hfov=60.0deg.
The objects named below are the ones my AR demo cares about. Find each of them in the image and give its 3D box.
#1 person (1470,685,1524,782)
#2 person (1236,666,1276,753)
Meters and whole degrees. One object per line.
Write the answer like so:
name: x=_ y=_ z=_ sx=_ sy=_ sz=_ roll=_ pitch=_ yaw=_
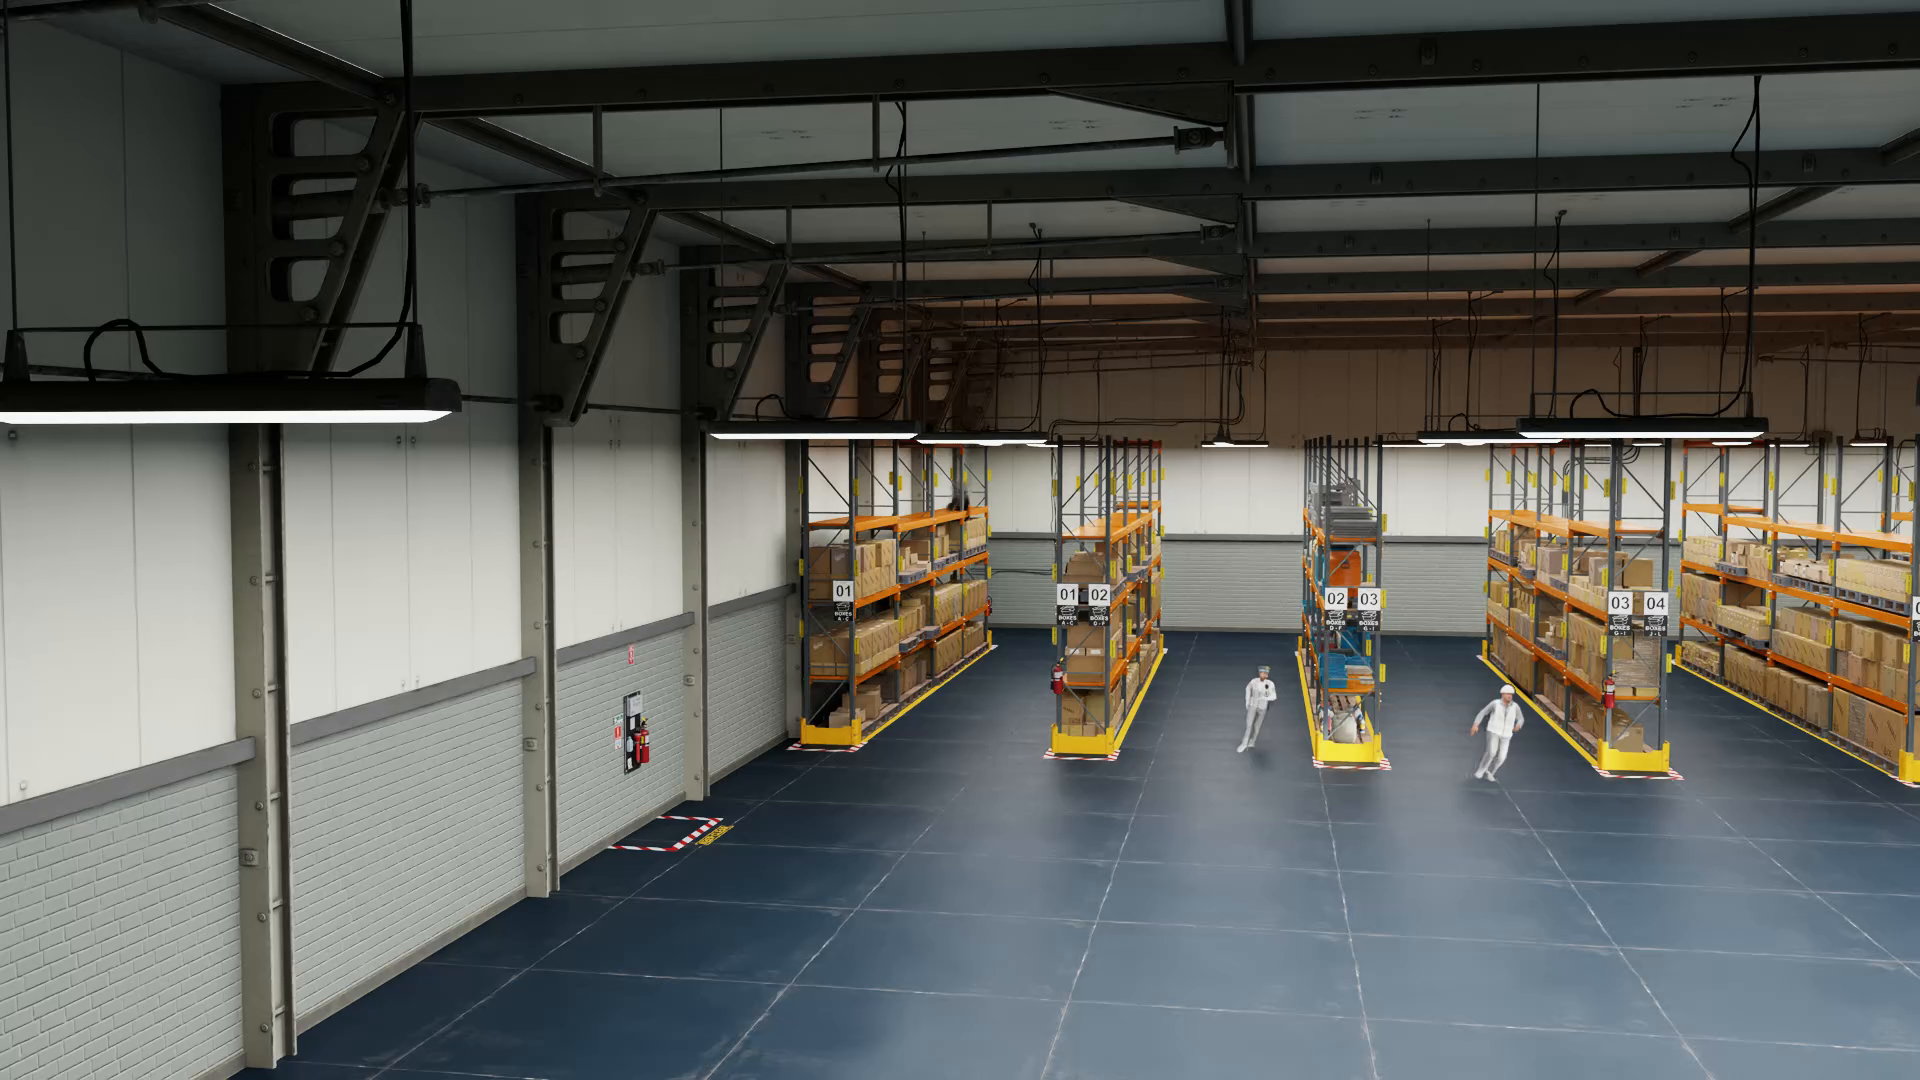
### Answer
person: x=9.327 y=3.352 z=28.706 sx=0.840 sy=1.701 sz=0.623 roll=0 pitch=3 yaw=-7
person: x=5.631 y=3.178 z=31.558 sx=0.731 sy=1.626 sz=0.743 roll=1 pitch=3 yaw=11
